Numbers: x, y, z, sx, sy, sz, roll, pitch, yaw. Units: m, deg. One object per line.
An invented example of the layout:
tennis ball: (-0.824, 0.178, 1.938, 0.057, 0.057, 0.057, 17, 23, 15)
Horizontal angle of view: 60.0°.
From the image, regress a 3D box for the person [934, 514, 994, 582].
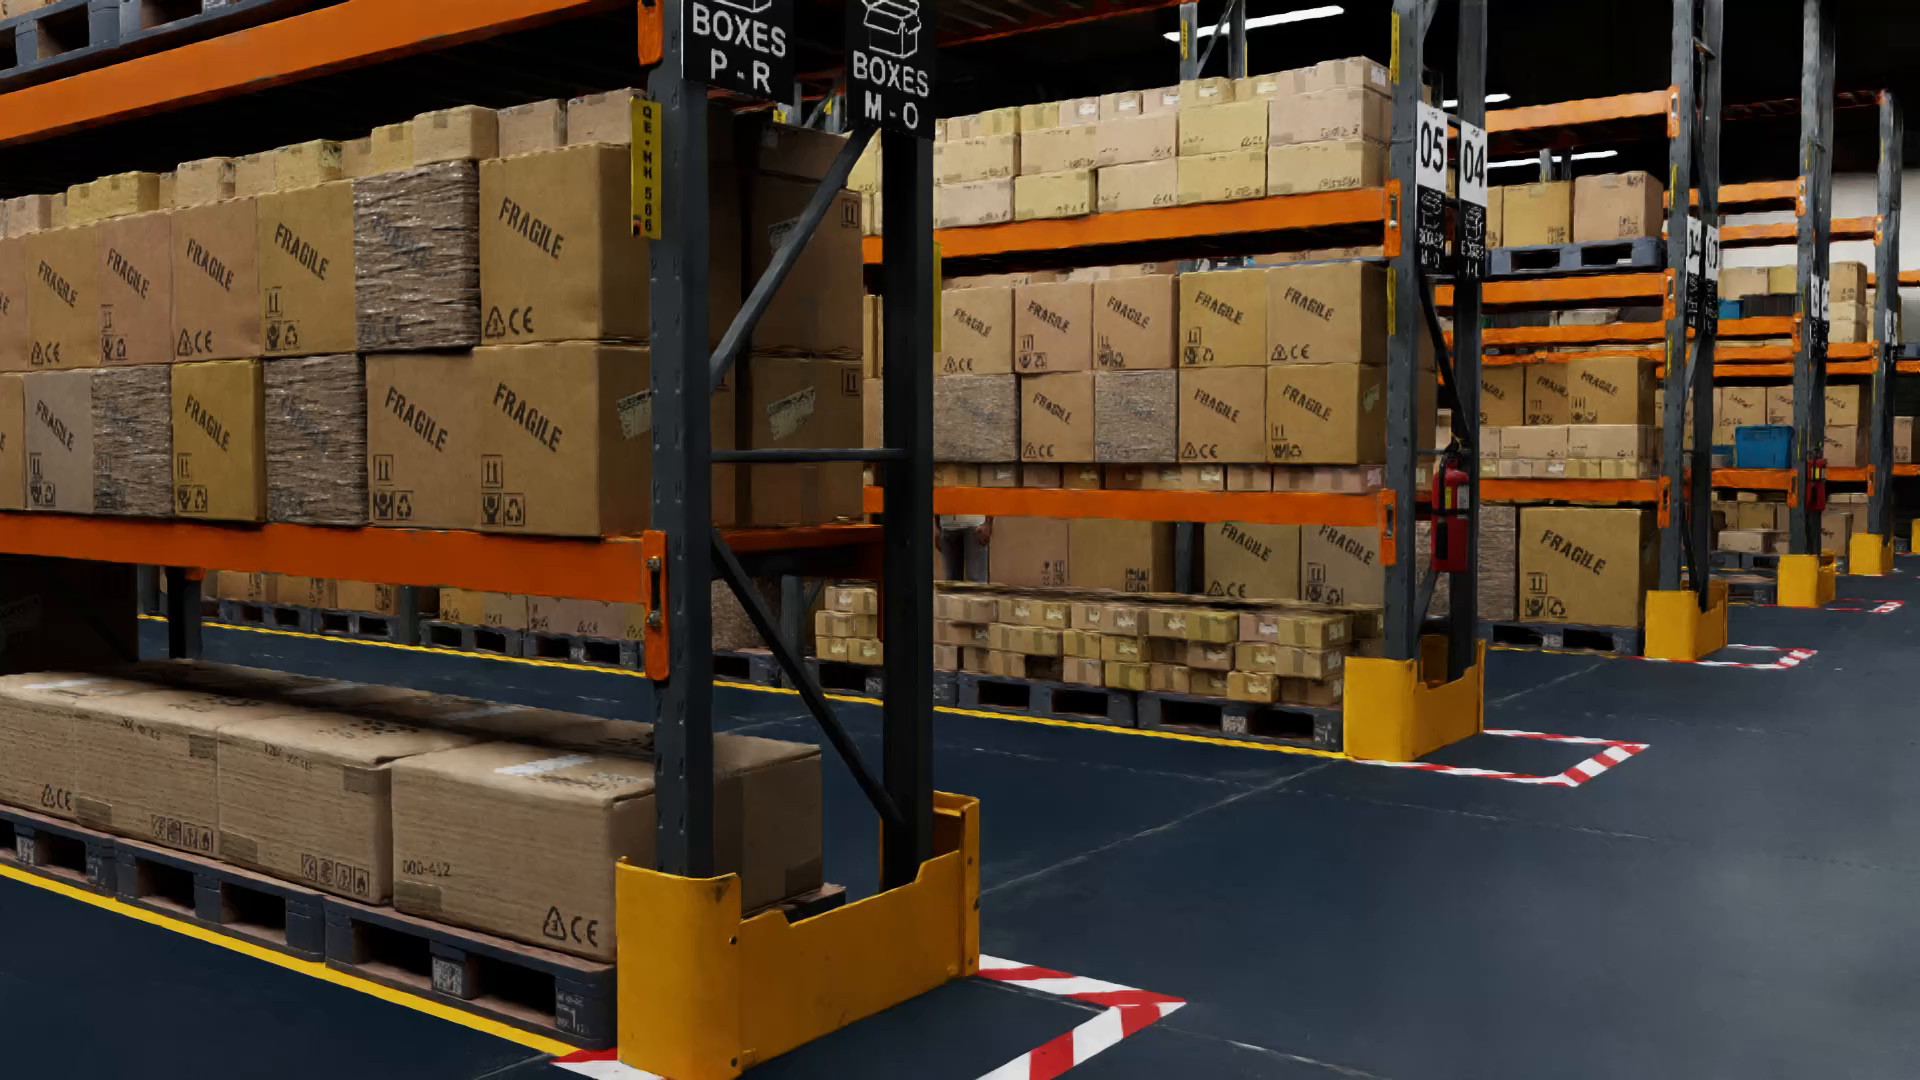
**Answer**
person: (0.018, -0.090, 12.918, 0.609, 1.770, 0.392, 2, 4, 35)
